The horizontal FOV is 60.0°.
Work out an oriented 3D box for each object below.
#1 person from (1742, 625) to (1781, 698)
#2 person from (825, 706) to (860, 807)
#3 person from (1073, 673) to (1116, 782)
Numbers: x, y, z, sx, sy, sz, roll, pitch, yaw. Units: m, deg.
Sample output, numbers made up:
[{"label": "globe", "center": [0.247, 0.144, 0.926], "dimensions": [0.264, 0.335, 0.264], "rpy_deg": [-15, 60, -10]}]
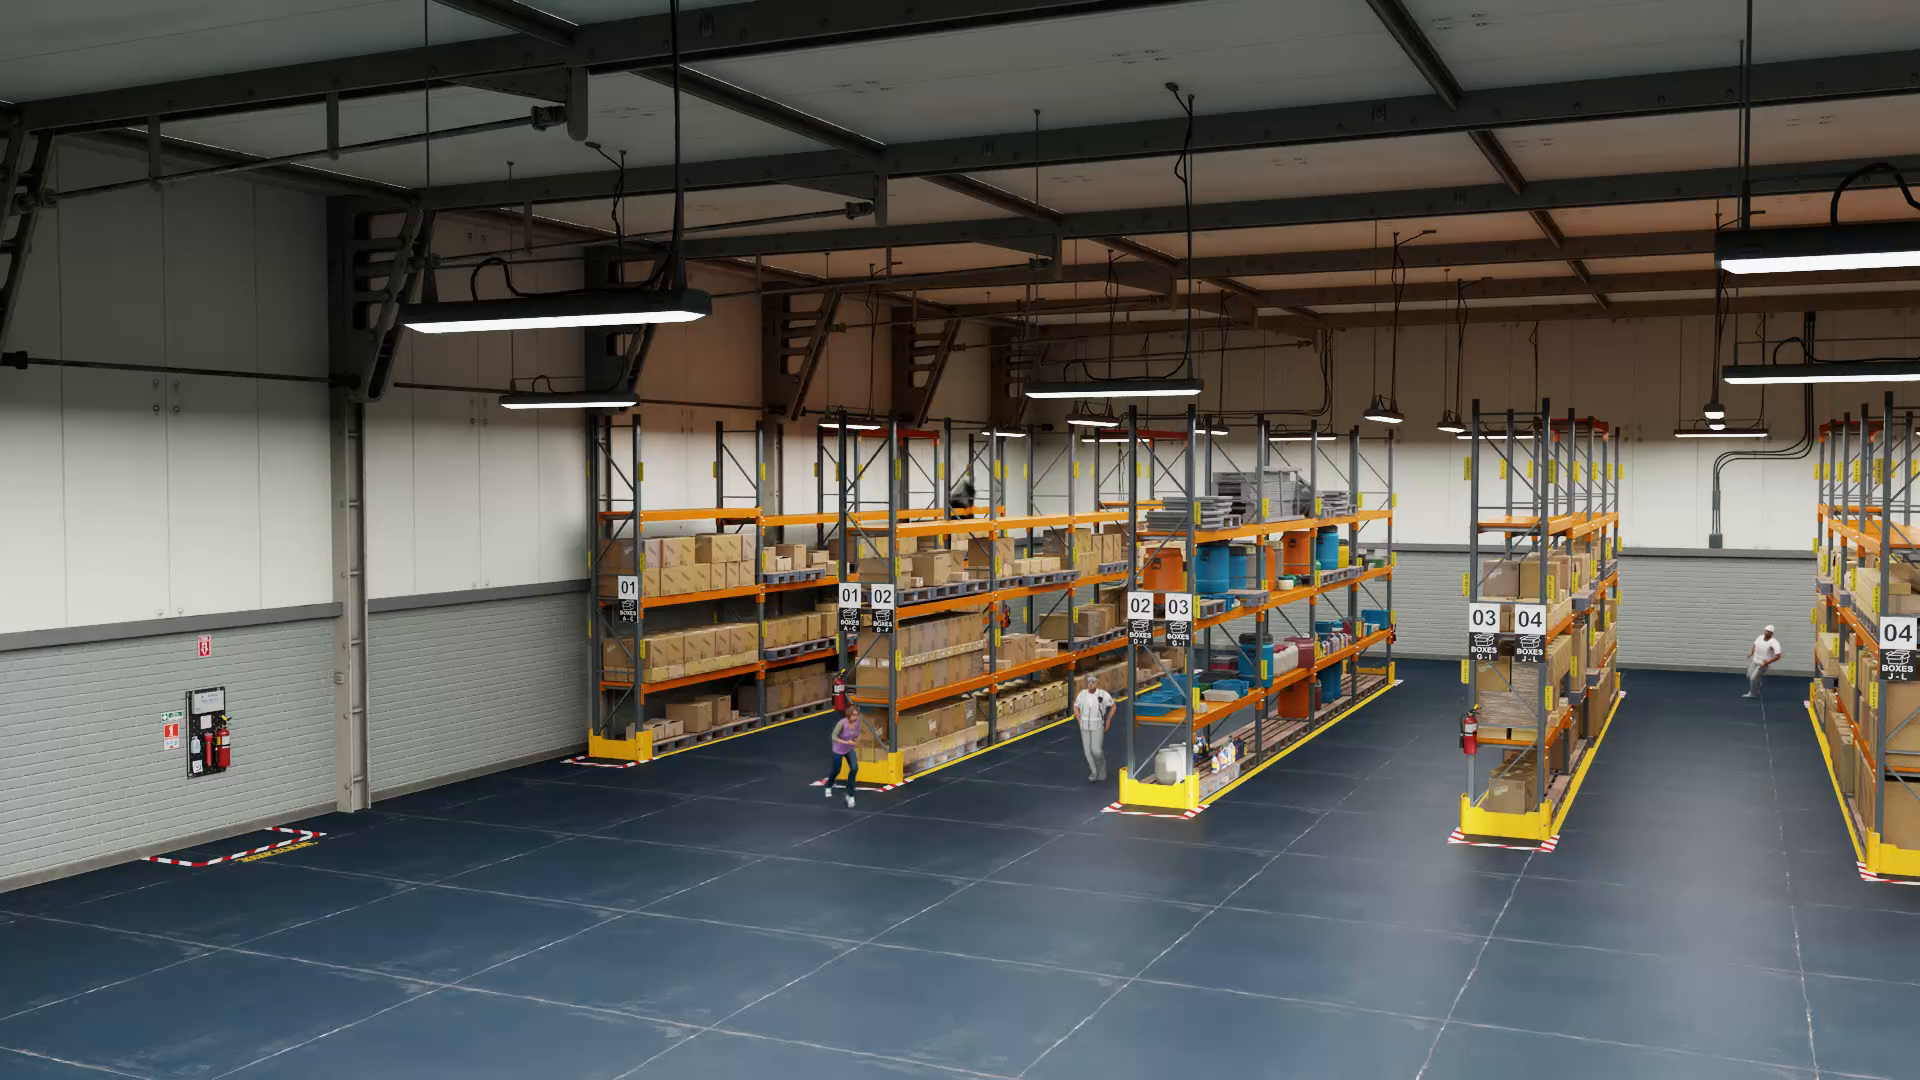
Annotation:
[{"label": "person", "center": [17.632, 2.673, 36.491], "dimensions": [0.598, 1.654, 0.864], "rpy_deg": [-1, 3, -24]}, {"label": "person", "center": [-1.766, 3.234, 25.080], "dimensions": [0.581, 1.542, 0.901], "rpy_deg": [-2, 3, -34]}, {"label": "person", "center": [2.120, 3.025, 26.797], "dimensions": [0.657, 1.771, 0.630], "rpy_deg": [1, 3, 23]}]
